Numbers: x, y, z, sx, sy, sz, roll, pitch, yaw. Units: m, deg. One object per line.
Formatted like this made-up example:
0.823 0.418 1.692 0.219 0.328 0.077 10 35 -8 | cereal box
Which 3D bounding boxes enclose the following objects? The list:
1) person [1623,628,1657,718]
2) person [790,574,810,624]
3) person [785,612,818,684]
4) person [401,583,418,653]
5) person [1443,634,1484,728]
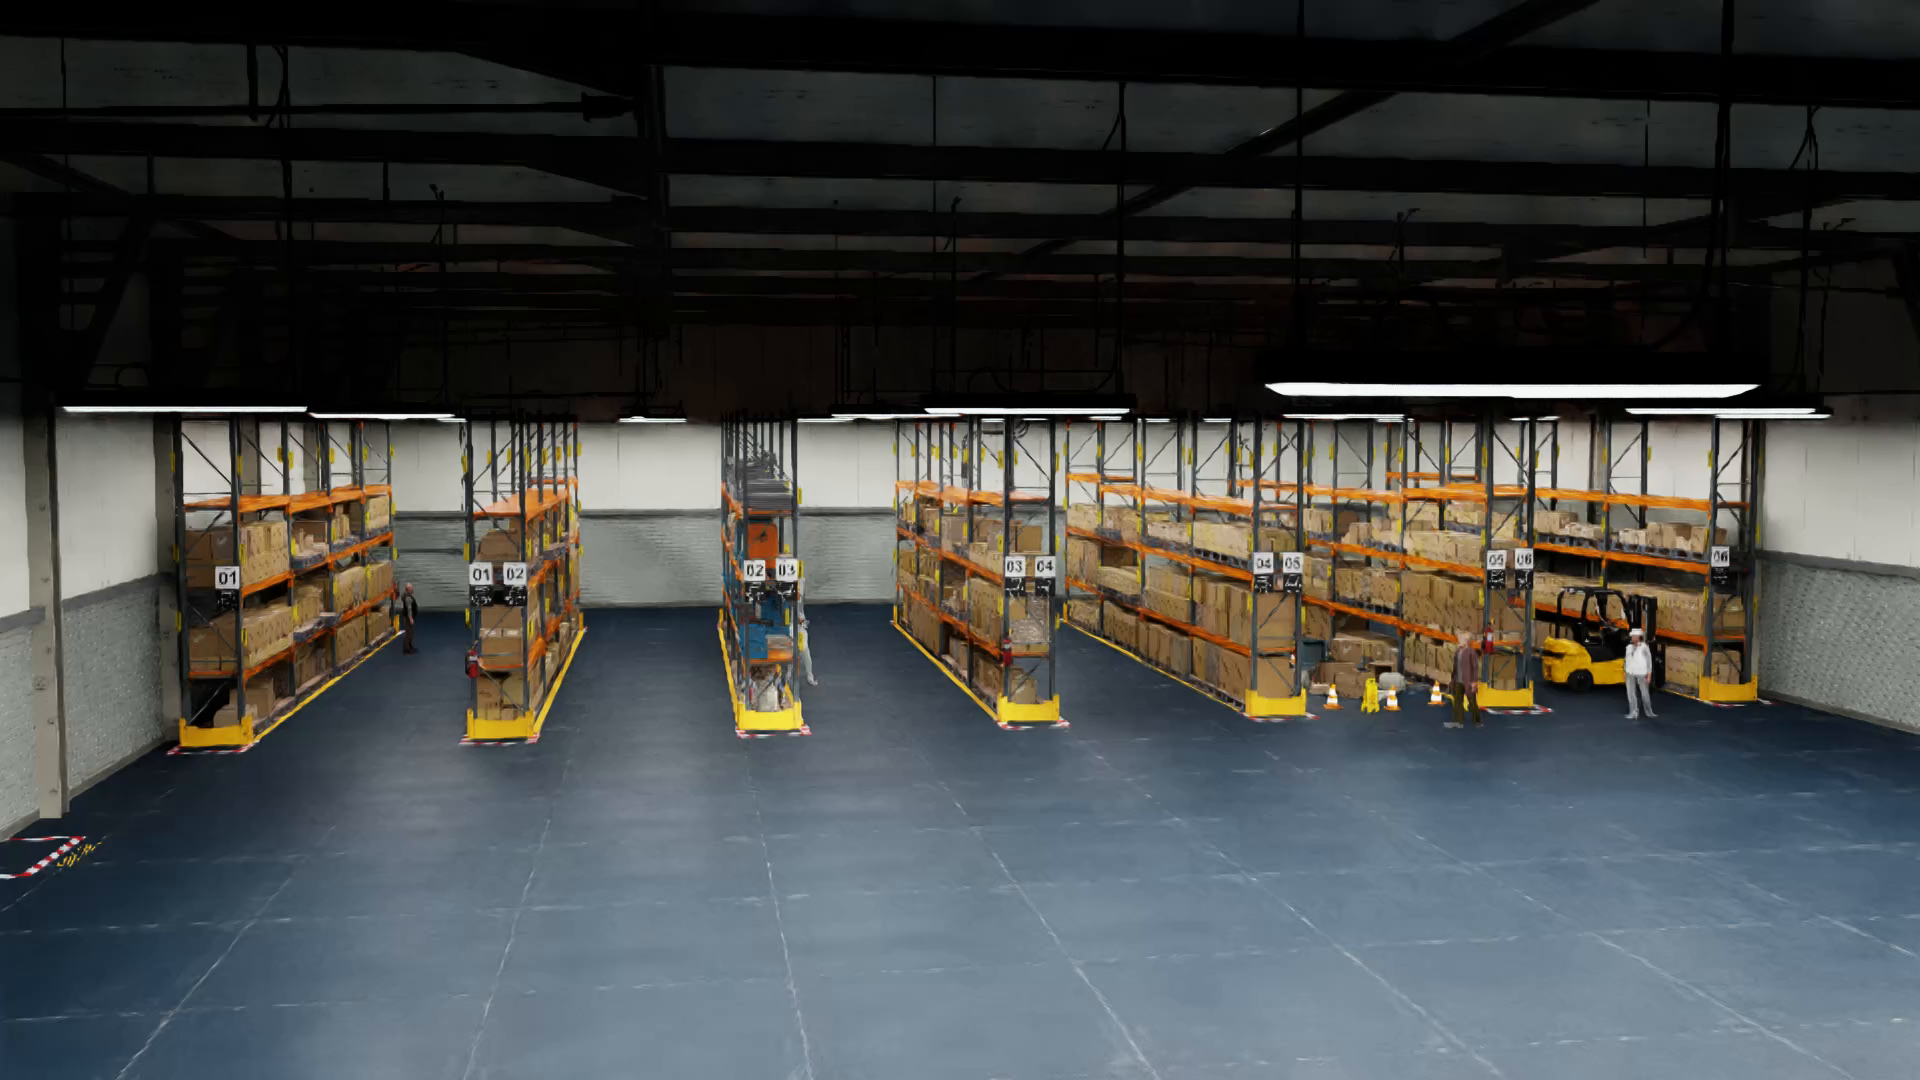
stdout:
13.253 2.588 32.421 0.538 1.767 0.630 -3 5 -36 | person
-4.592 1.511 47.431 0.482 1.779 0.668 1 4 11 | person
-3.556 2.367 36.613 0.520 1.606 0.942 -2 5 -32 | person
-13.786 1.937 41.671 0.391 1.722 0.624 -2 4 -23 | person
9.508 2.656 31.299 0.593 1.778 0.695 -2 5 -31 | person
